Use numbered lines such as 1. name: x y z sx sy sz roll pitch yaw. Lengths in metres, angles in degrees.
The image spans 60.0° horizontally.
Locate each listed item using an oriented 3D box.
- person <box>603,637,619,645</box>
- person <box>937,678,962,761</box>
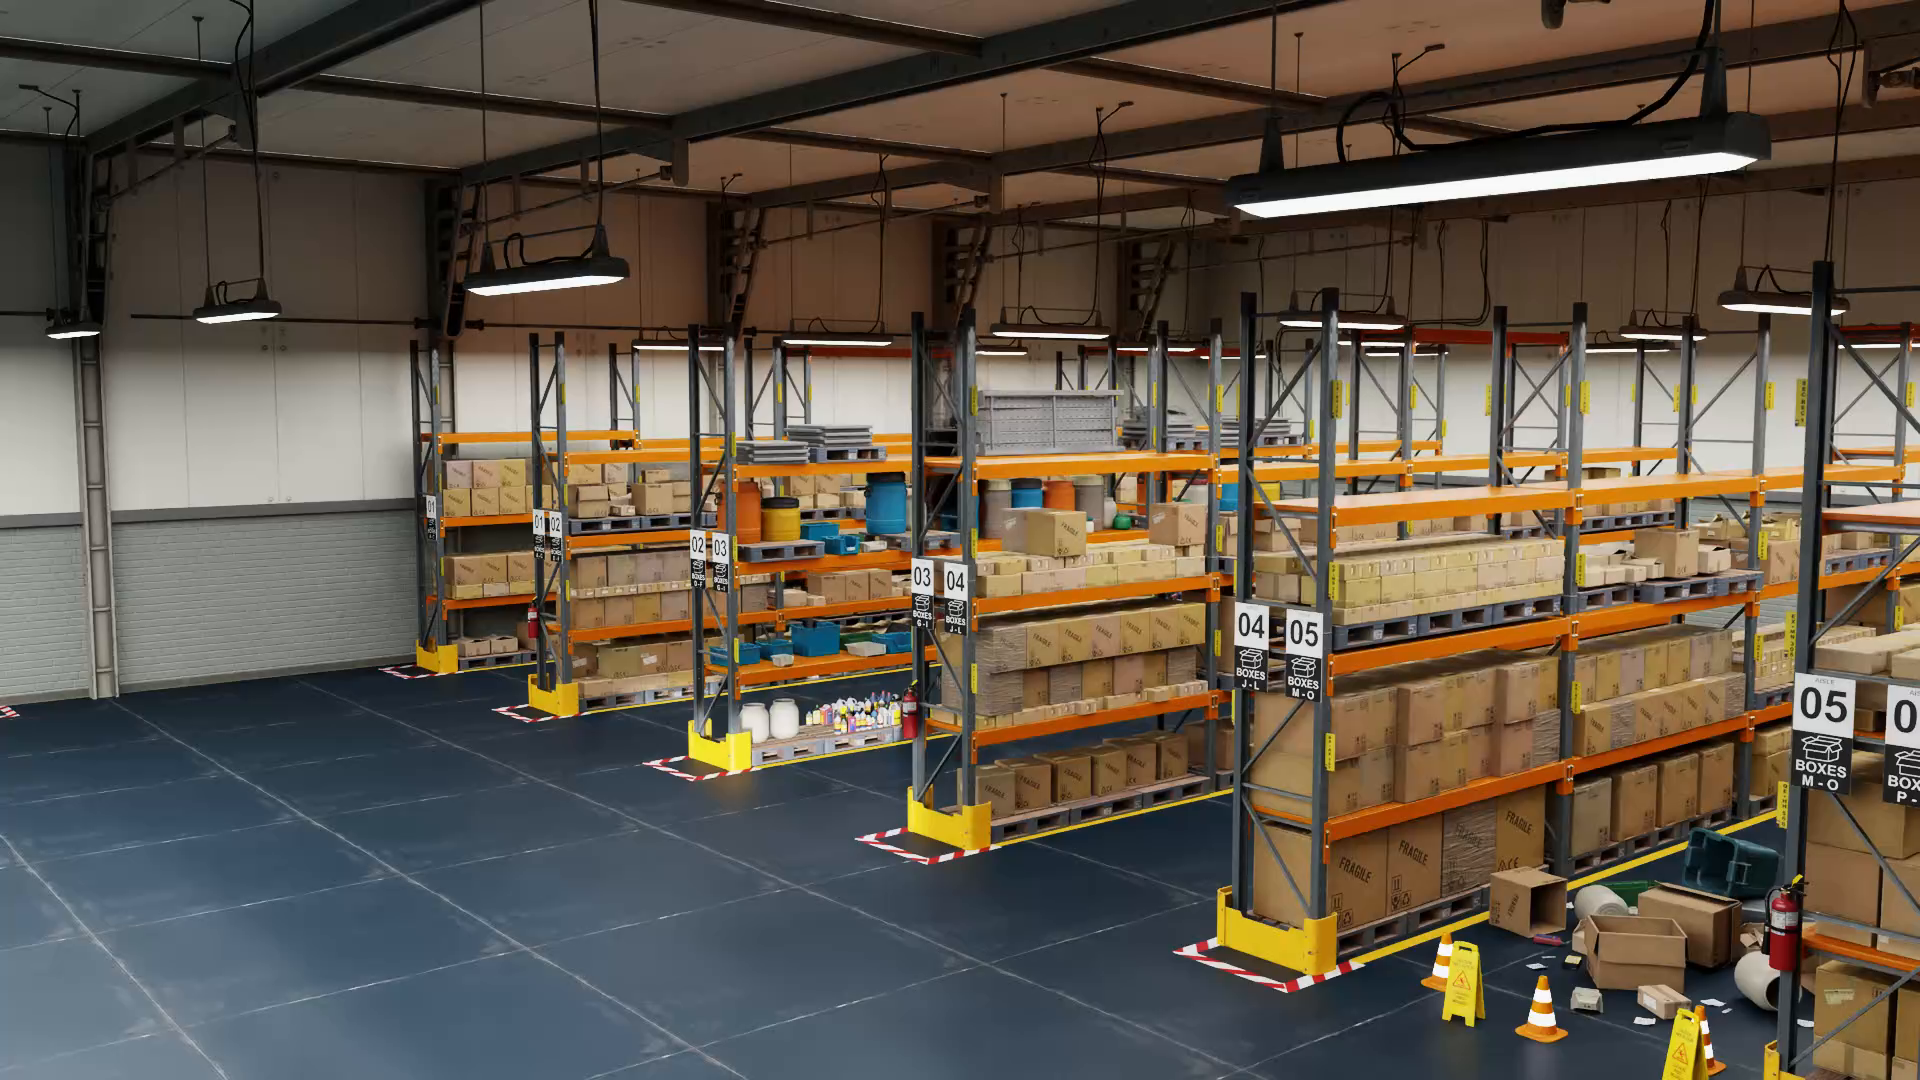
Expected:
1. person: -5.982 1.588 28.947 0.852 1.748 0.675 -4 7 -36
2. person: -0.022 2.098 21.568 0.591 1.691 0.576 5 7 40
